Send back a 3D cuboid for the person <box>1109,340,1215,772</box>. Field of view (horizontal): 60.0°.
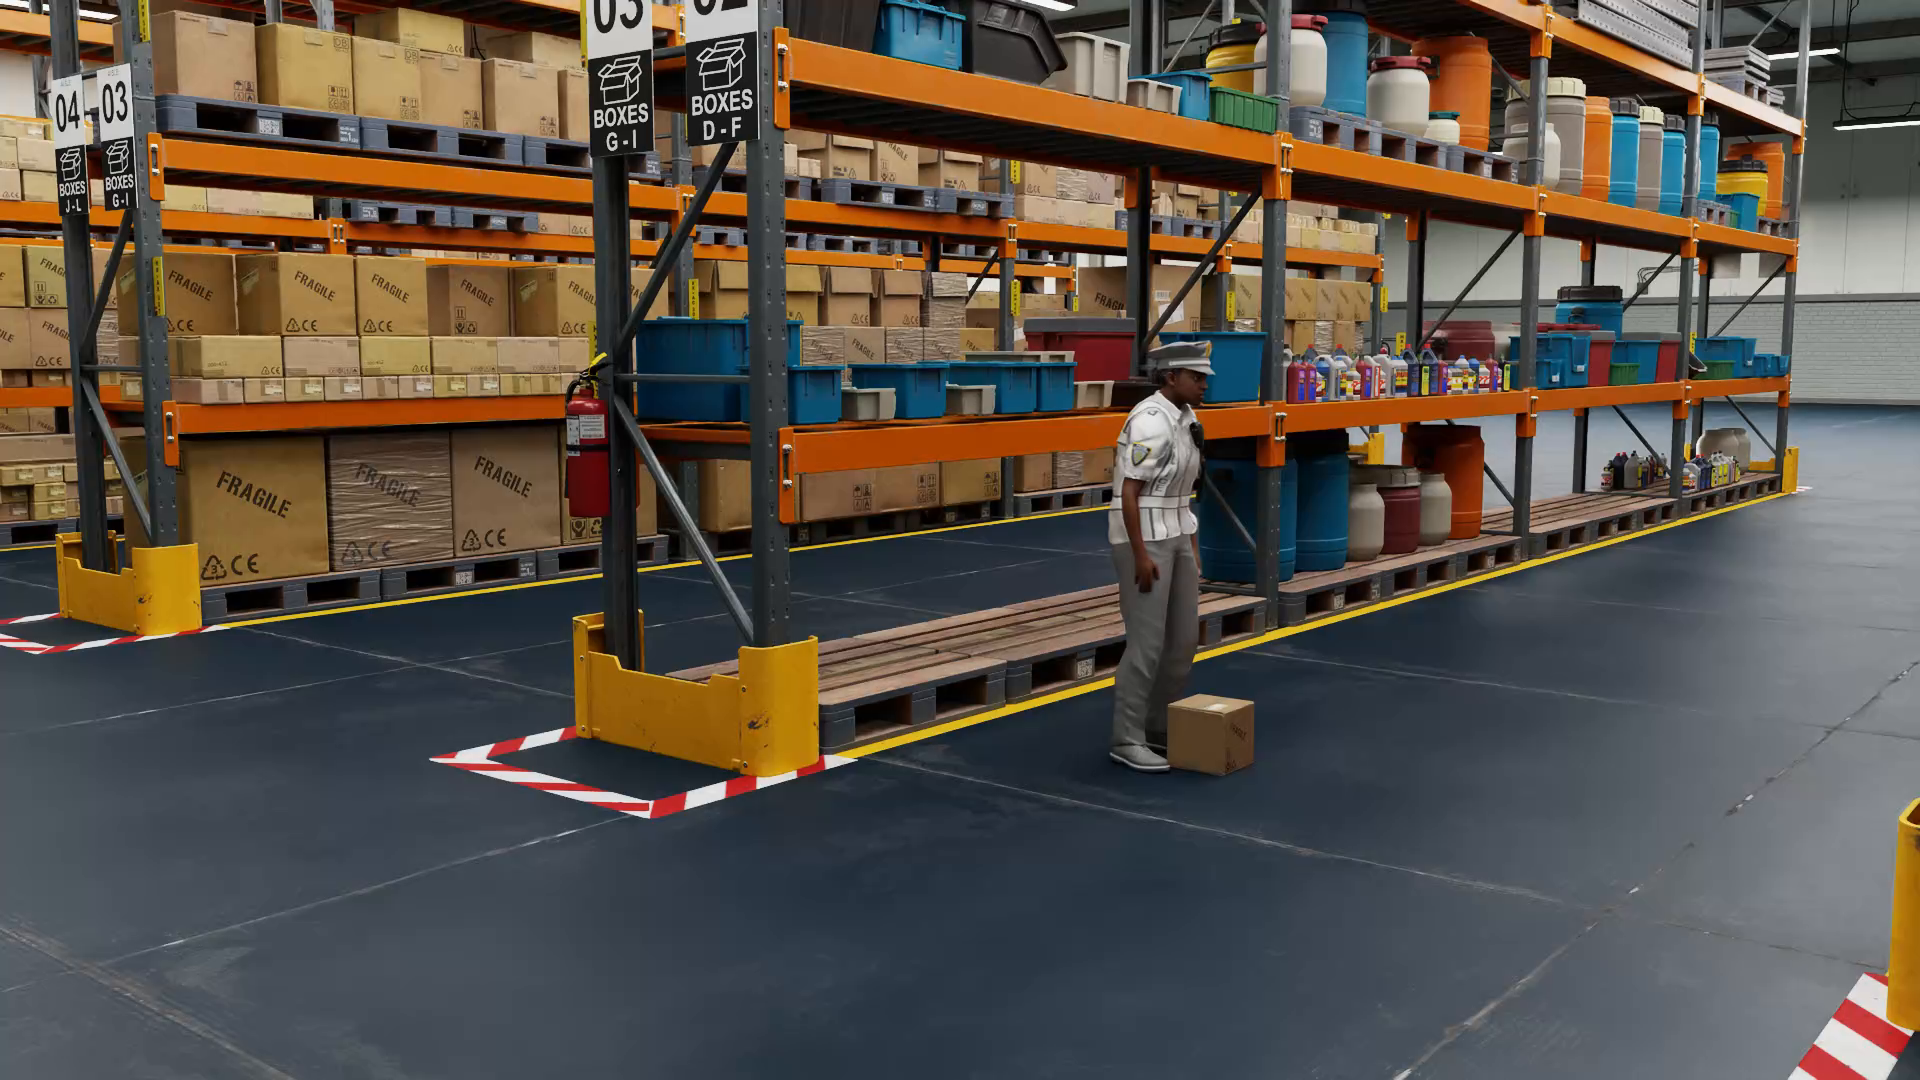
[{"bbox_3d":[0.797,0.045,6.591,0.393,1.663,0.532,5,8,35],"label":"person"}]
